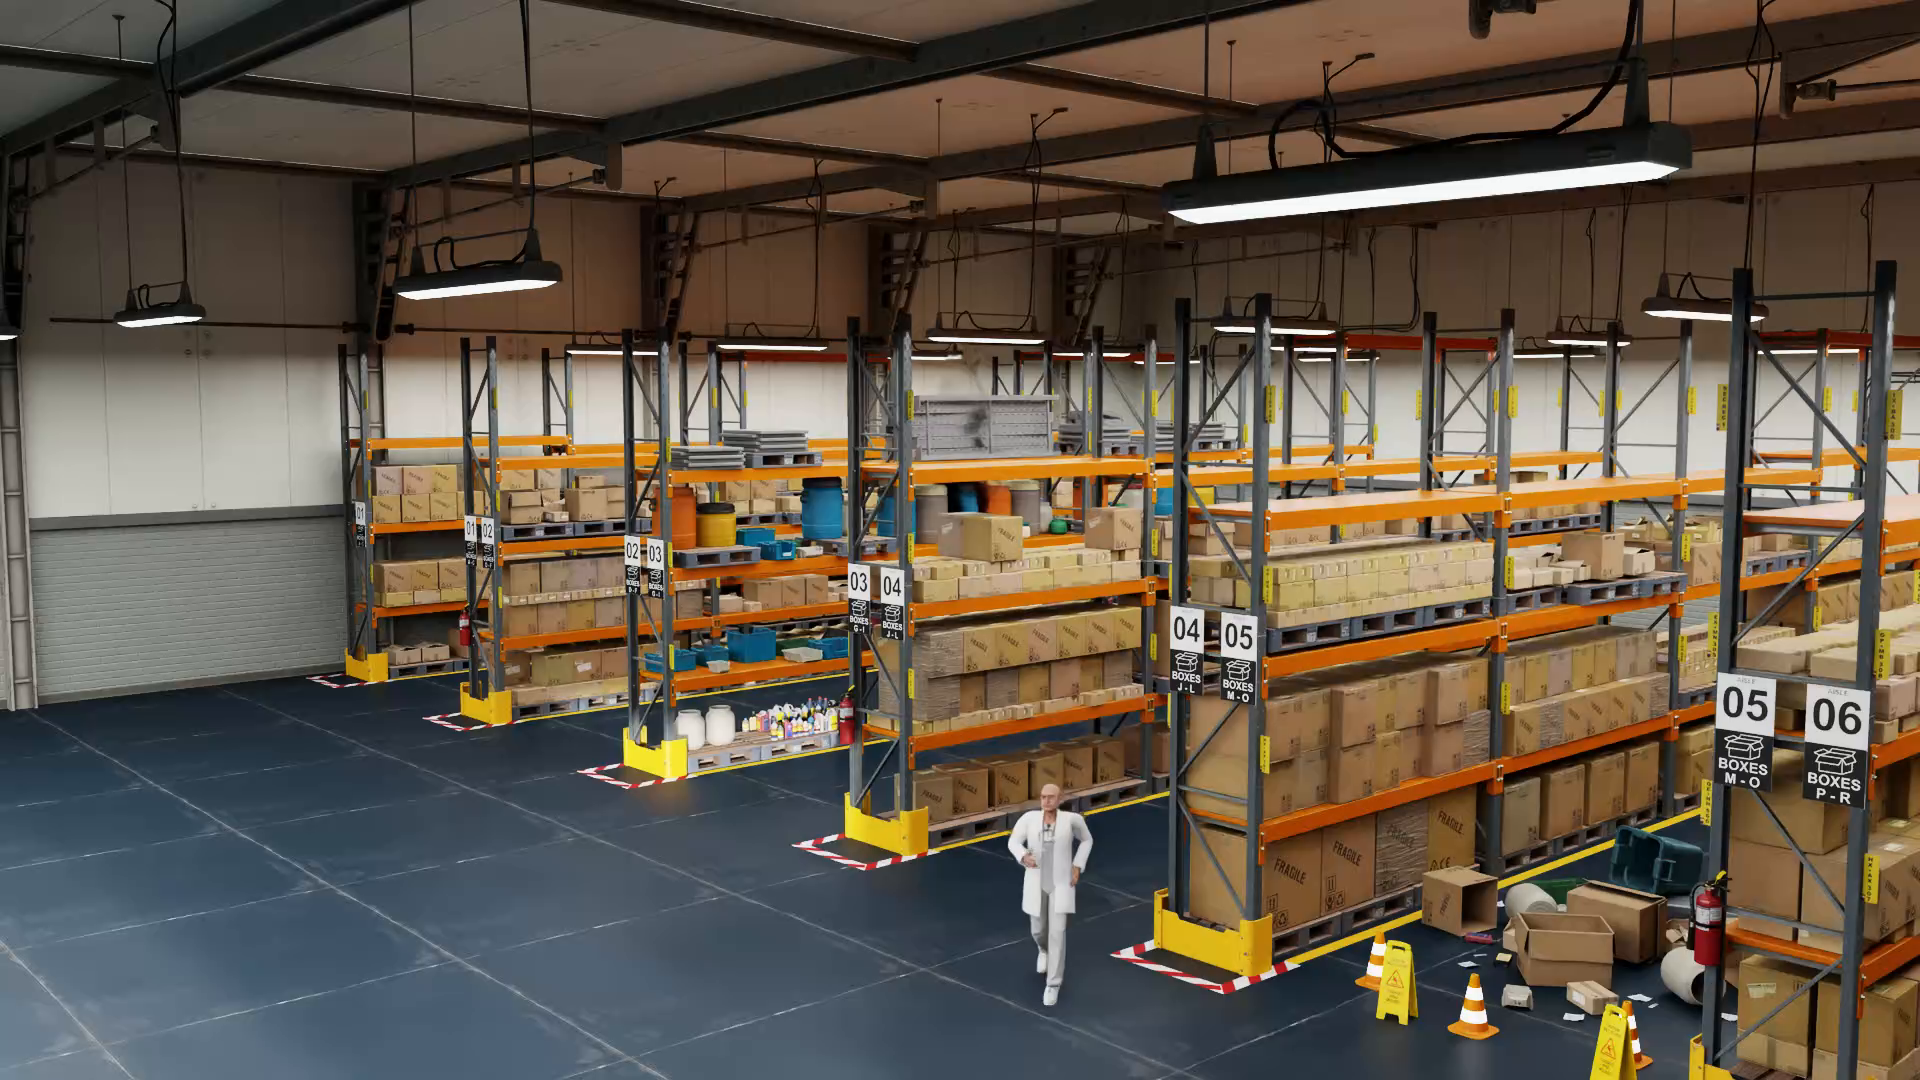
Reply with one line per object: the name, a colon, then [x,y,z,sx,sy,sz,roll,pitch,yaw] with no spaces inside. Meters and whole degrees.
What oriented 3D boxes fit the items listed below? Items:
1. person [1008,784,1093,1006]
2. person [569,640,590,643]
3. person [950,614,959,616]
person: [0.765,2.996,14.374,0.718,1.808,0.915,1,5,14]
person: [-6.644,1.762,29.400,0.709,1.538,0.737,4,7,41]
person: [-0.132,1.440,29.366,0.624,1.674,0.786,4,7,40]
